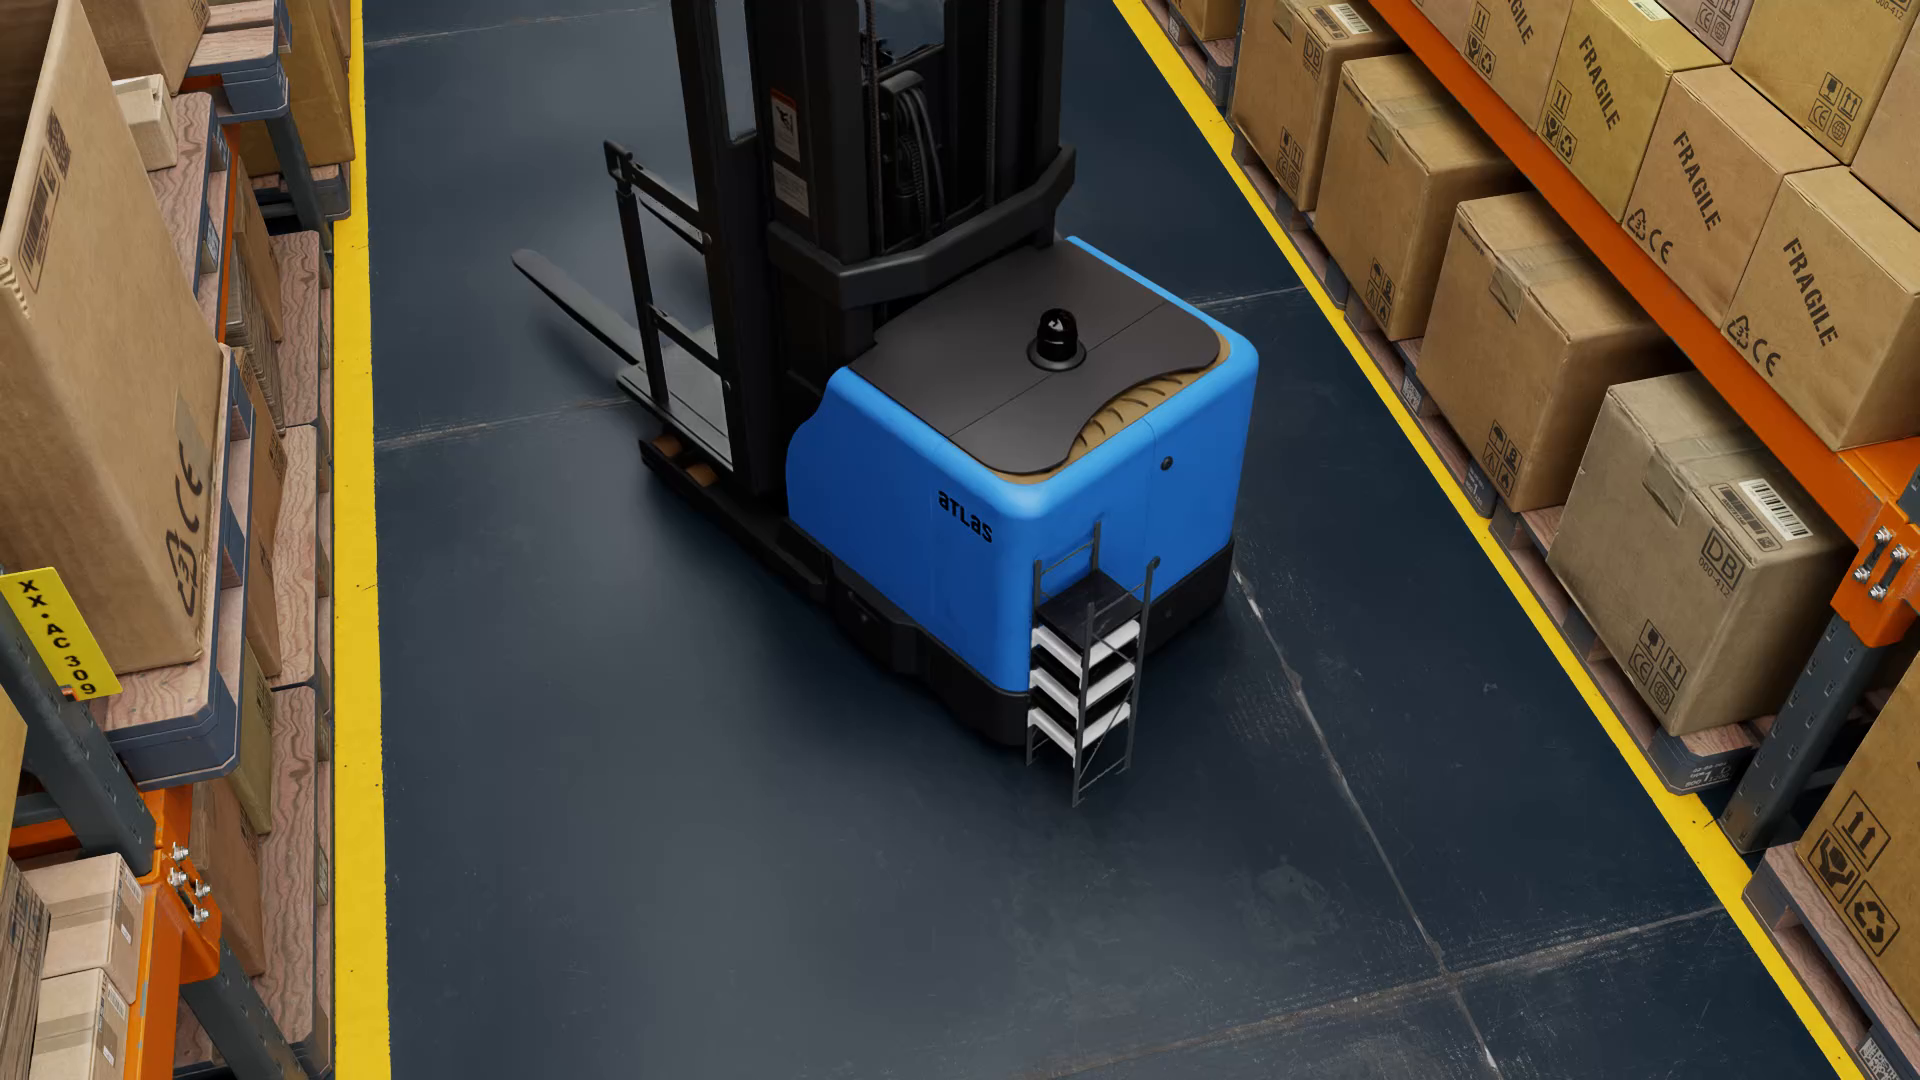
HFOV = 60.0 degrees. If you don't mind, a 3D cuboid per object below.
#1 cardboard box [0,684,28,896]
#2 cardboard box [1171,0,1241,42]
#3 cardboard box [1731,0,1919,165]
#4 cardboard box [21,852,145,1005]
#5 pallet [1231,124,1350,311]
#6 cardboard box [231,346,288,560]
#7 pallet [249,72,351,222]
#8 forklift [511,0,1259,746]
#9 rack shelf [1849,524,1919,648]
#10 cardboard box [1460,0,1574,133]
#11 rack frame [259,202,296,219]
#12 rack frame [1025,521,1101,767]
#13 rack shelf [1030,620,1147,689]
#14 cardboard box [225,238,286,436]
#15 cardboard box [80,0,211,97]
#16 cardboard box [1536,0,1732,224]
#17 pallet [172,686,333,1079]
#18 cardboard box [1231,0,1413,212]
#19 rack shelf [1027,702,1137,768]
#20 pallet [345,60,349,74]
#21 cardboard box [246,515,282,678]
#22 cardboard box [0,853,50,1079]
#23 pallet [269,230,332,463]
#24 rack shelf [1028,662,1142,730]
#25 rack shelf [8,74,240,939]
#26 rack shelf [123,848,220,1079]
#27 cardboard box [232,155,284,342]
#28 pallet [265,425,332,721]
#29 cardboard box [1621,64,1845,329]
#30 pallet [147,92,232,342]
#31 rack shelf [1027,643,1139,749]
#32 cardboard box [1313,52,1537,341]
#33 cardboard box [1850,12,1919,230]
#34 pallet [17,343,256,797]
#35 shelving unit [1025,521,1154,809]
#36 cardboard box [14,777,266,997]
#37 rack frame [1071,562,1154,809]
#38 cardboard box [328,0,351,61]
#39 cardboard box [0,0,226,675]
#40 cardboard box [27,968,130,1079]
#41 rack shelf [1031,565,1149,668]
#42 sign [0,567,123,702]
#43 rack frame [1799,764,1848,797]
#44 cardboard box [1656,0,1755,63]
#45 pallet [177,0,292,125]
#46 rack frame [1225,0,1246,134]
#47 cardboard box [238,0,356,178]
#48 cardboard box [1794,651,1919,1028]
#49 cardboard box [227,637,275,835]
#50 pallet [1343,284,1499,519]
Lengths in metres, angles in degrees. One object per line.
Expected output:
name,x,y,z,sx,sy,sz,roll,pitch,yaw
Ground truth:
cardboard box,-1.701,0.347,2.331,0.500,0.500,0.500,-11,47,-10
cardboard box,1.293,-2.701,7.753,0.500,0.500,0.500,-11,47,-11
cardboard box,2.472,-1.342,4.195,0.700,0.500,0.500,-11,47,-11
cardboard box,-1.743,0.759,3.082,0.380,0.149,0.250,-11,47,-10
pallet,1.844,-1.488,7.061,1.003,0.211,1.213,-11,47,-10
cardboard box,-2.609,-0.235,5.322,0.700,0.500,0.500,-7,46,-7
pallet,-3.235,-1.768,7.334,1.003,0.211,1.213,-11,47,-10
forklift,-3.855,-1.412,5.082,5.949,2.935,7.733,-34,54,-29
rack shelf,3.251,1.372,2.809,1.077,0.370,4.000,-11,47,-10
cardboard box,1.956,-1.655,5.202,0.500,0.500,0.500,-11,47,-11
rack frame,-3.103,-2.186,5.792,0.949,2.616,0.053,-11,47,-10
rack frame,0.293,0.319,4.807,0.240,0.900,0.006,-31,53,-27
rack shelf,0.359,0.272,4.648,0.258,0.077,0.200,-31,53,-27
cardboard box,-2.761,-0.625,5.704,0.700,0.500,0.500,-14,47,-14
cardboard box,-2.689,-1.635,4.888,0.700,0.500,0.500,-4,46,-4
cardboard box,2.088,-1.305,4.859,0.500,0.500,0.500,-10,46,-10
pallet,-2.283,1.015,4.608,1.003,0.211,1.213,-11,47,-10
cardboard box,0.328,0.007,4.582,5.455,1.239,5.693,-11,47,-11
rack shelf,0.359,0.524,4.905,0.258,0.077,0.200,-31,53,-27
pallet,-3.544,-2.608,8.158,1.003,0.211,1.213,-11,47,-10
cardboard box,-2.466,0.150,4.945,0.700,0.500,0.500,-14,47,-14
cardboard box,-2.026,0.759,2.628,0.875,0.500,0.500,-11,47,-10
pallet,-10.761,-1.232,6.809,15.783,0.211,6.755,-11,47,-10
rack shelf,0.359,0.398,4.777,0.258,0.077,0.200,-31,53,-27
rack shelf,-2.594,-0.553,4.695,1.077,0.370,4.000,-11,47,-10
rack shelf,-1.570,2.209,1.989,1.077,0.370,4.000,-11,47,-10
cardboard box,-2.915,-1.006,6.077,0.700,0.500,0.500,-13,47,-12
pallet,-2.599,0.171,5.435,1.003,0.211,1.213,-11,47,-10
cardboard box,2.217,-0.956,4.517,0.500,0.500,0.500,-11,47,-11
pallet,-2.560,-0.759,4.528,1.003,0.211,1.213,-11,47,-10
rack shelf,0.359,0.400,4.779,0.258,0.252,0.200,-31,53,-27
cardboard box,2.011,-1.342,6.246,1.050,0.750,0.750,-10,46,-10
cardboard box,2.606,-0.988,3.848,0.700,0.500,0.500,-11,47,-11
pallet,-2.137,0.089,3.697,1.003,0.211,1.213,-11,47,-10
shelving unit,6.718,0.093,3.423,8.985,3.194,9.577,-31,53,-27
cardboard box,-2.218,0.869,4.240,0.700,0.500,0.500,-14,47,-13
rack frame,0.425,0.430,4.699,0.240,0.900,0.006,-31,53,-27
cardboard box,-3.483,-2.686,7.476,1.225,0.875,0.875,-11,47,-10
cardboard box,-2.150,-0.355,3.284,1.000,1.000,1.000,-10,46,-10
cardboard box,-1.688,0.933,2.911,0.380,0.149,0.250,-11,47,-10
rack shelf,6.720,-0.132,3.190,8.985,2.546,9.573,-31,53,-27
sign,-1.559,0.169,2.878,0.100,0.325,0.005,-11,47,-10
rack frame,2.735,-0.260,3.905,0.949,2.616,0.053,-11,47,-10
cardboard box,2.343,-1.691,4.537,0.700,0.500,0.500,-10,46,-10
pallet,-2.821,-1.646,5.397,1.213,0.211,1.003,-11,47,-10
rack frame,1.715,-3.023,6.612,1.000,3.000,0.127,-11,47,-10
cardboard box,-3.262,-2.069,6.871,1.225,0.875,0.875,-13,47,-12
cardboard box,2.832,0.783,4.076,0.875,0.875,0.875,-10,46,-10
cardboard box,-2.322,0.537,4.566,0.700,0.500,0.500,-11,47,-11
pallet,2.152,-0.648,6.237,1.003,0.211,1.213,-11,47,-10
